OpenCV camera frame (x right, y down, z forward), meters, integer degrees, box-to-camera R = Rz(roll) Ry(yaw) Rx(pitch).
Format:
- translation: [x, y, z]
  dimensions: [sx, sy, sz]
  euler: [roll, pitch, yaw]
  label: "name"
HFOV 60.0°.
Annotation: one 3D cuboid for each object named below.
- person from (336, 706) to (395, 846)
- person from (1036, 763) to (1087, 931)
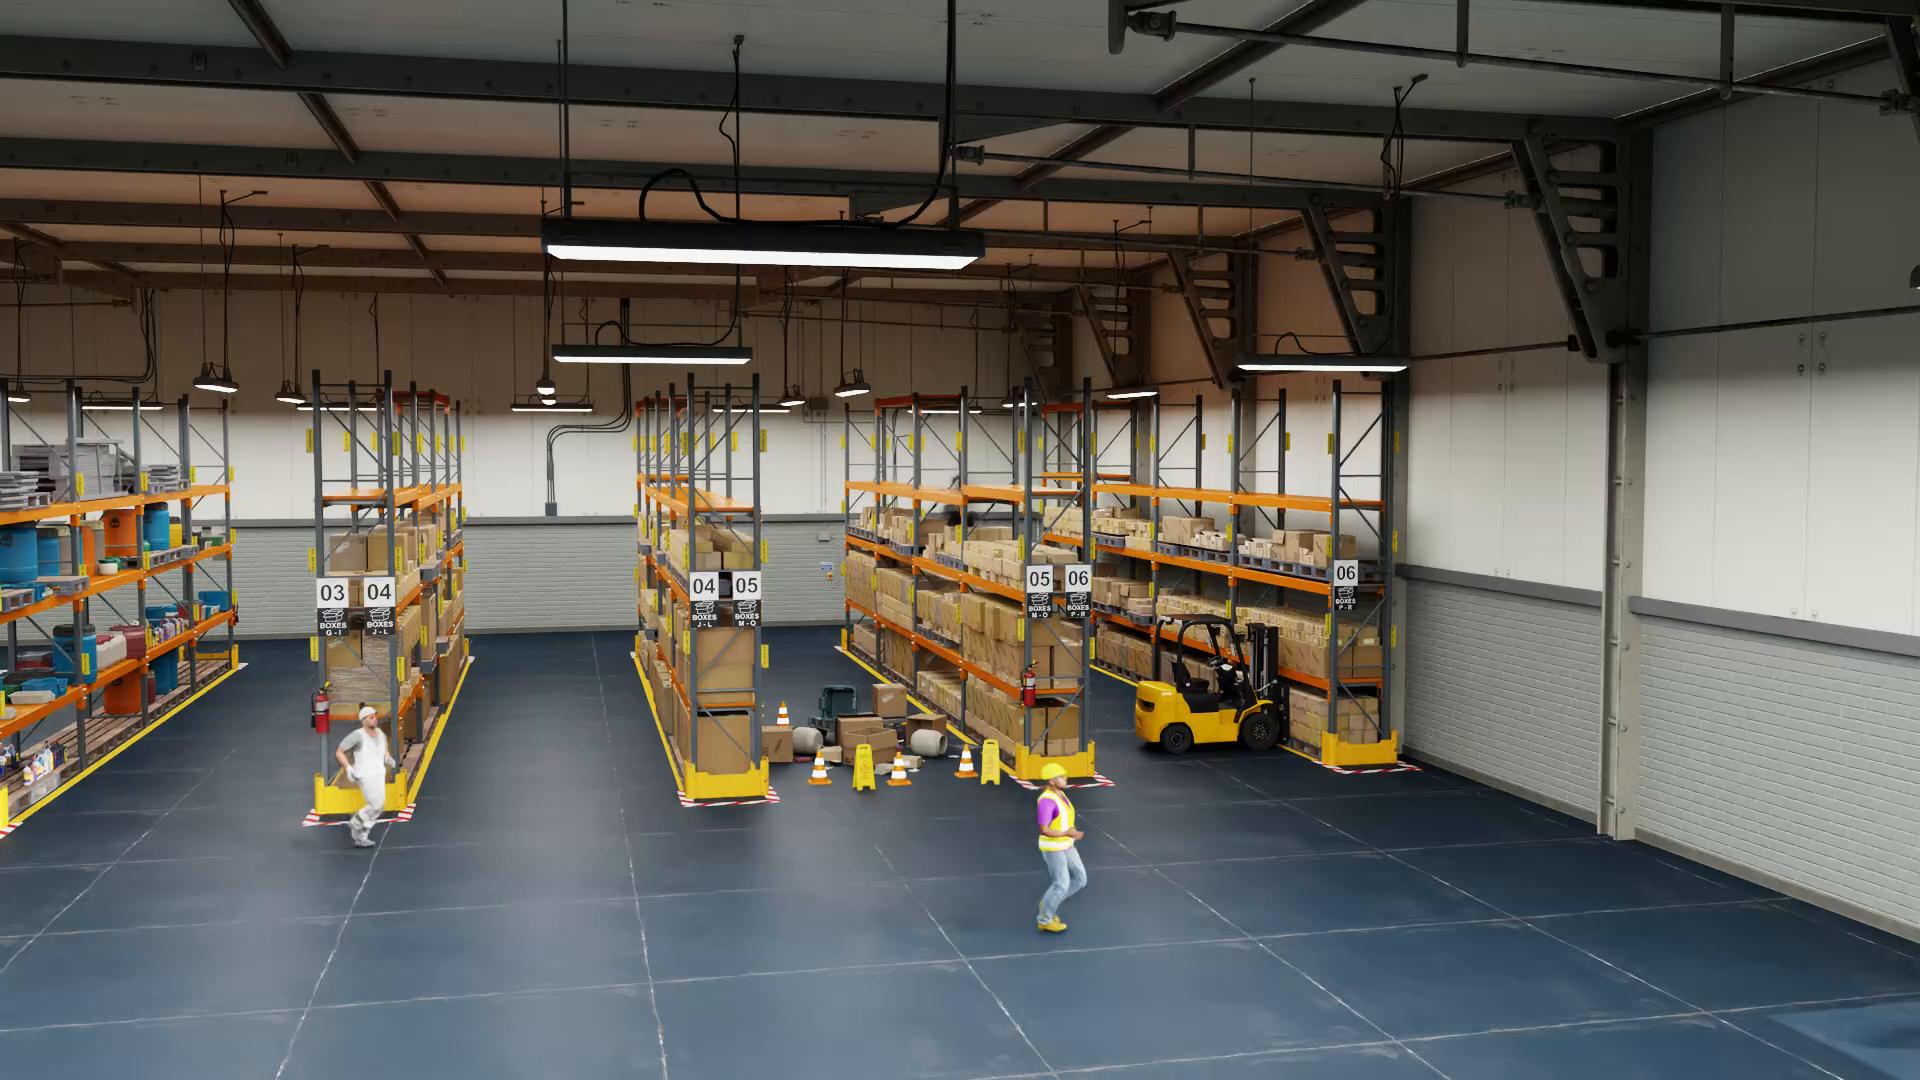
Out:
- translation: [-7.278, 2.936, 20.598]
  dimensions: [0.582, 1.743, 0.646]
  euler: [2, 4, 28]
  label: "person"
- translation: [1.049, 3.140, 17.024]
  dimensions: [0.597, 1.721, 0.686]
  euler: [1, 4, 22]
  label: "person"
